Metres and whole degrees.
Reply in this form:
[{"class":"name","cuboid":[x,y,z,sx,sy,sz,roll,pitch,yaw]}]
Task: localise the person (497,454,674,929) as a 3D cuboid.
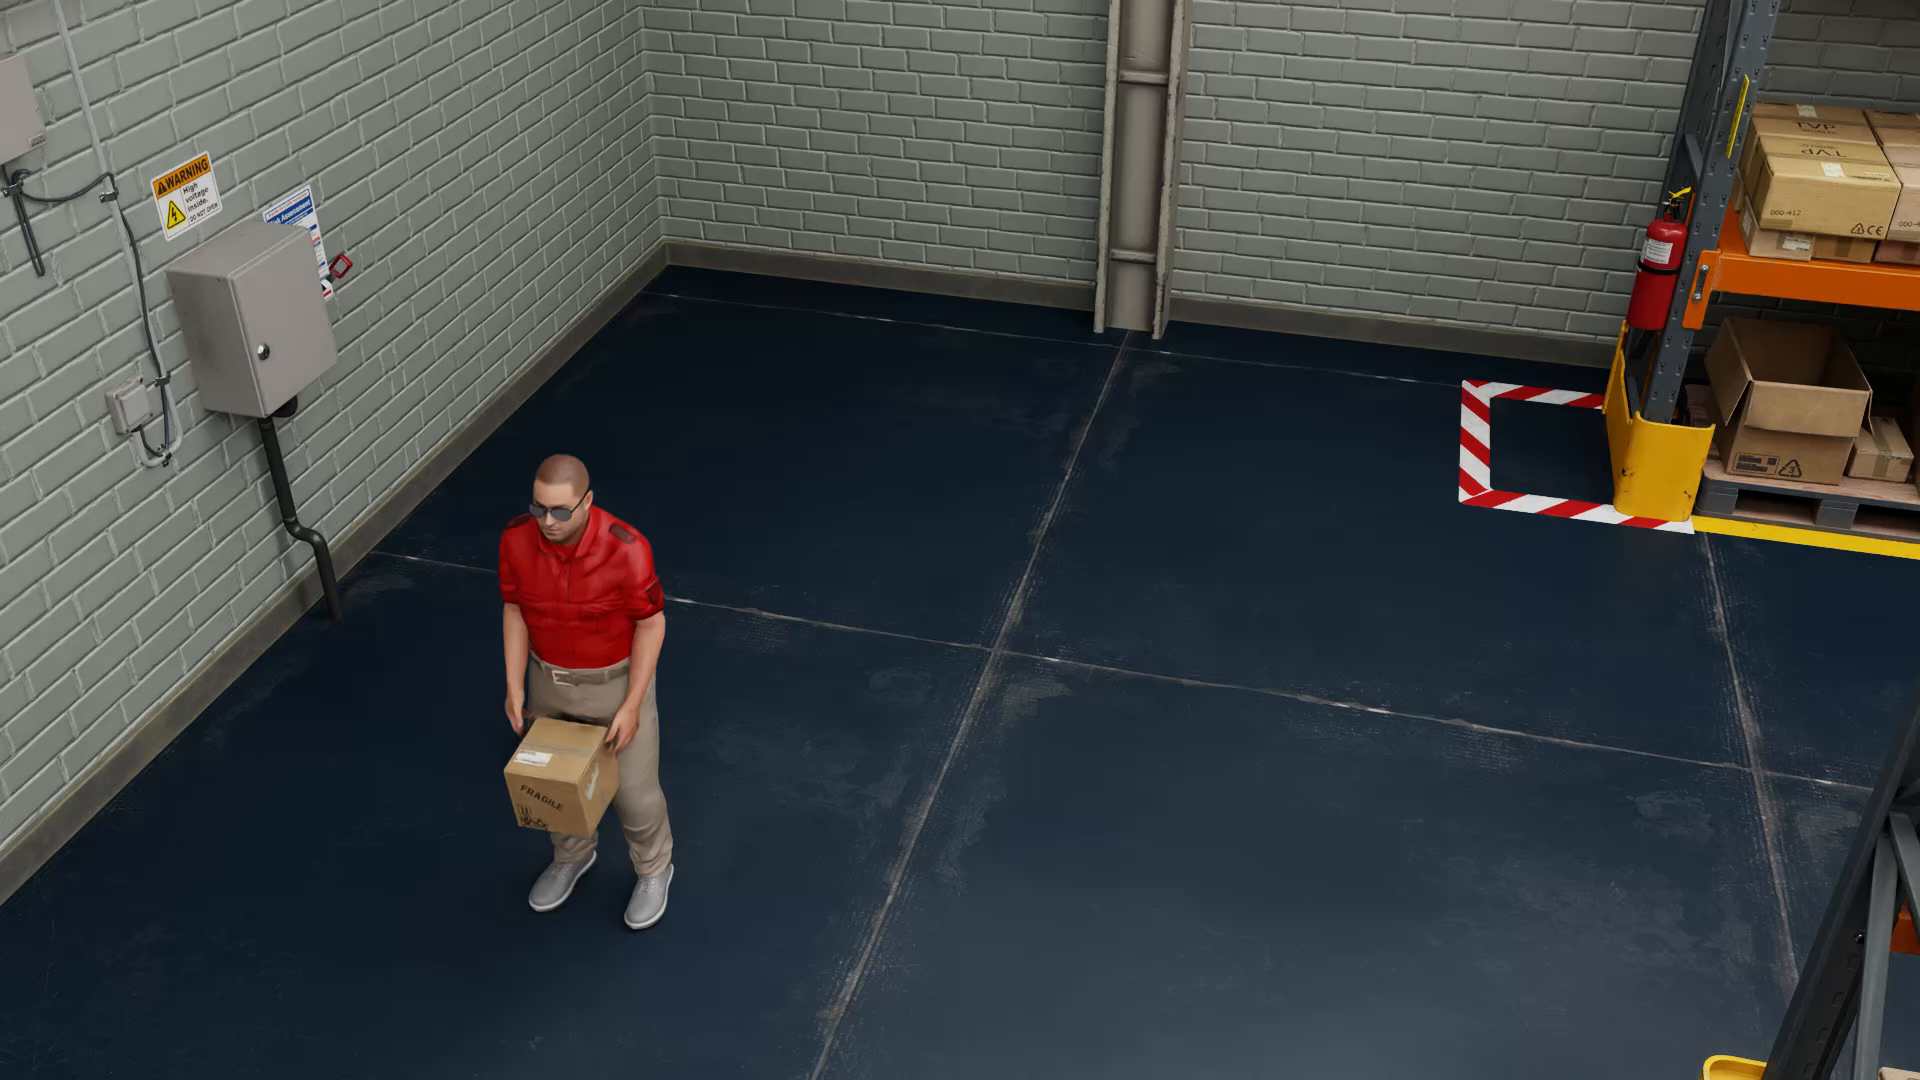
[{"class":"person","cuboid":[-1.204,0.489,5.382,0.547,1.733,0.405,7,33,11]}]
